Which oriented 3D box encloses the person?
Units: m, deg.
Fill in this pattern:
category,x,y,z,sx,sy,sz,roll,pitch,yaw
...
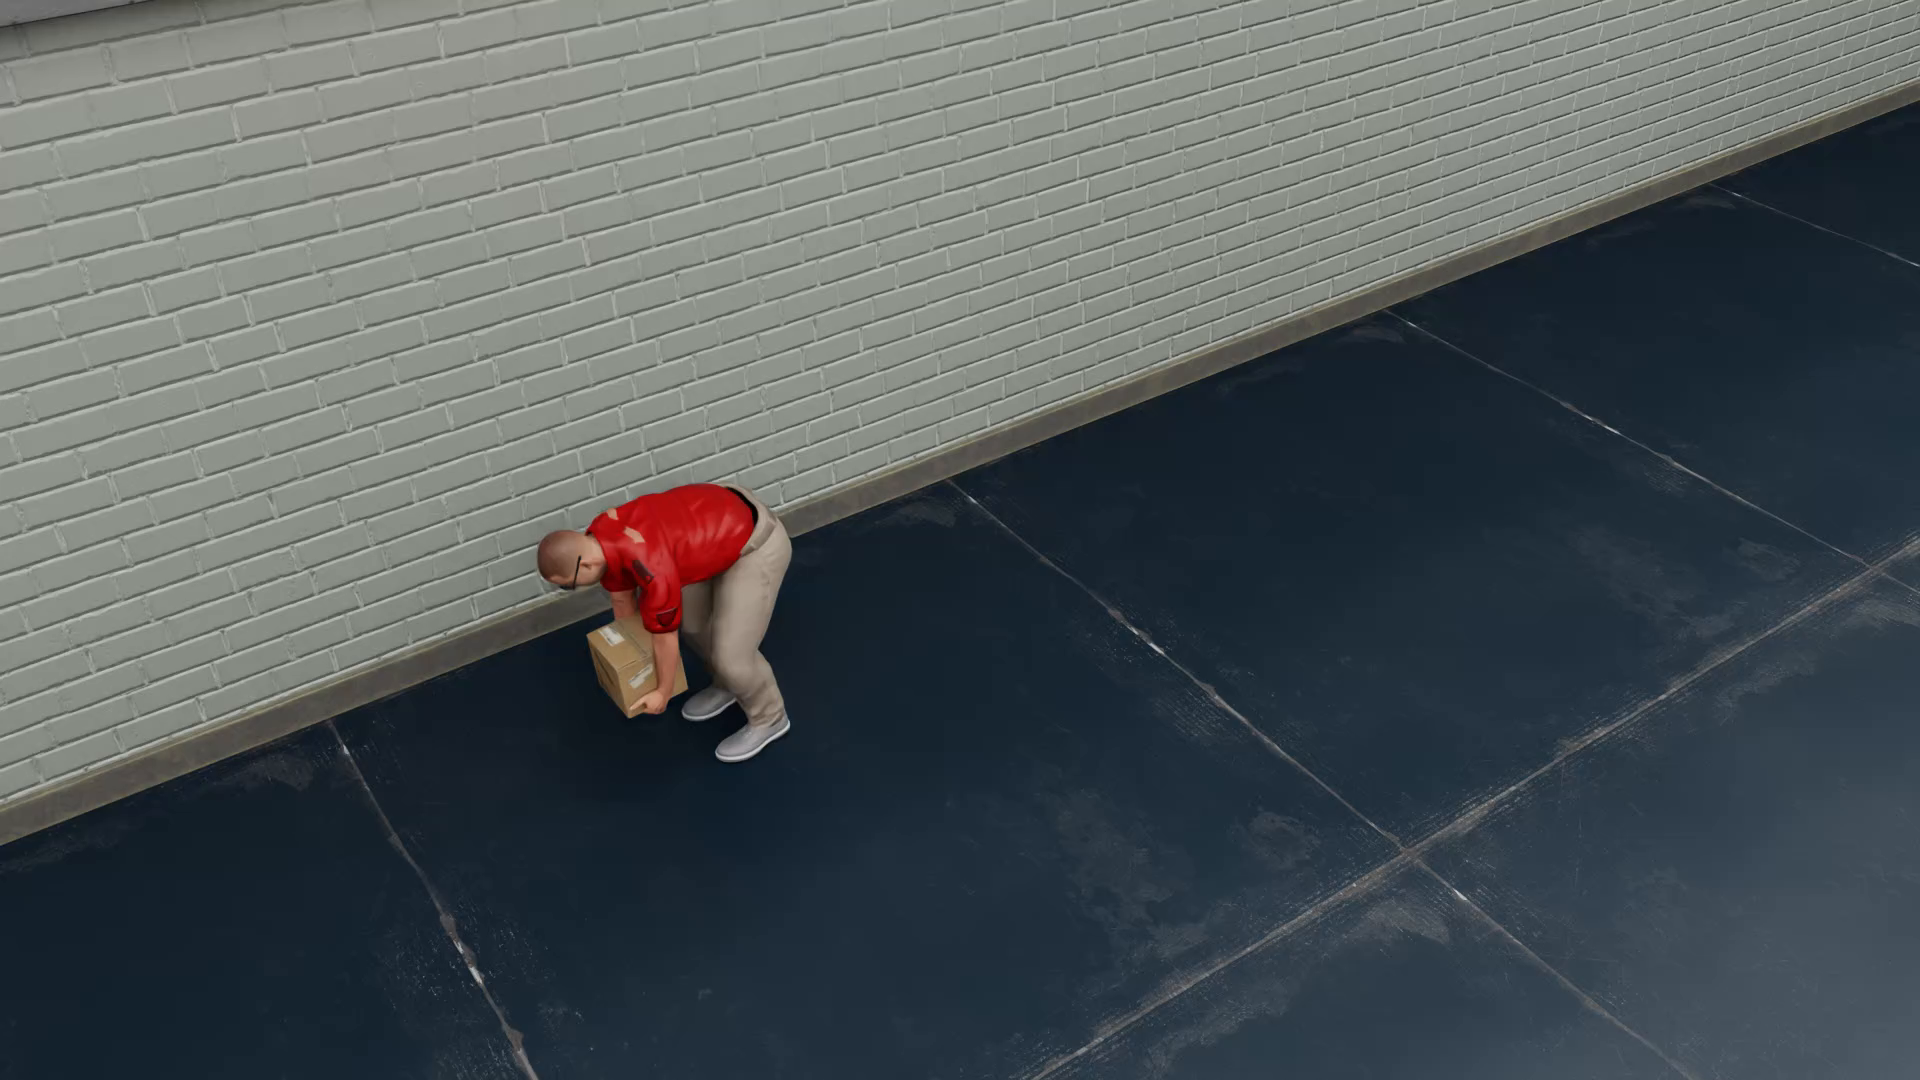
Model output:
category,x,y,z,sx,sy,sz,roll,pitch,yaw
person,-1.063,0.323,6.174,0.940,1.198,0.487,-24,42,-29
